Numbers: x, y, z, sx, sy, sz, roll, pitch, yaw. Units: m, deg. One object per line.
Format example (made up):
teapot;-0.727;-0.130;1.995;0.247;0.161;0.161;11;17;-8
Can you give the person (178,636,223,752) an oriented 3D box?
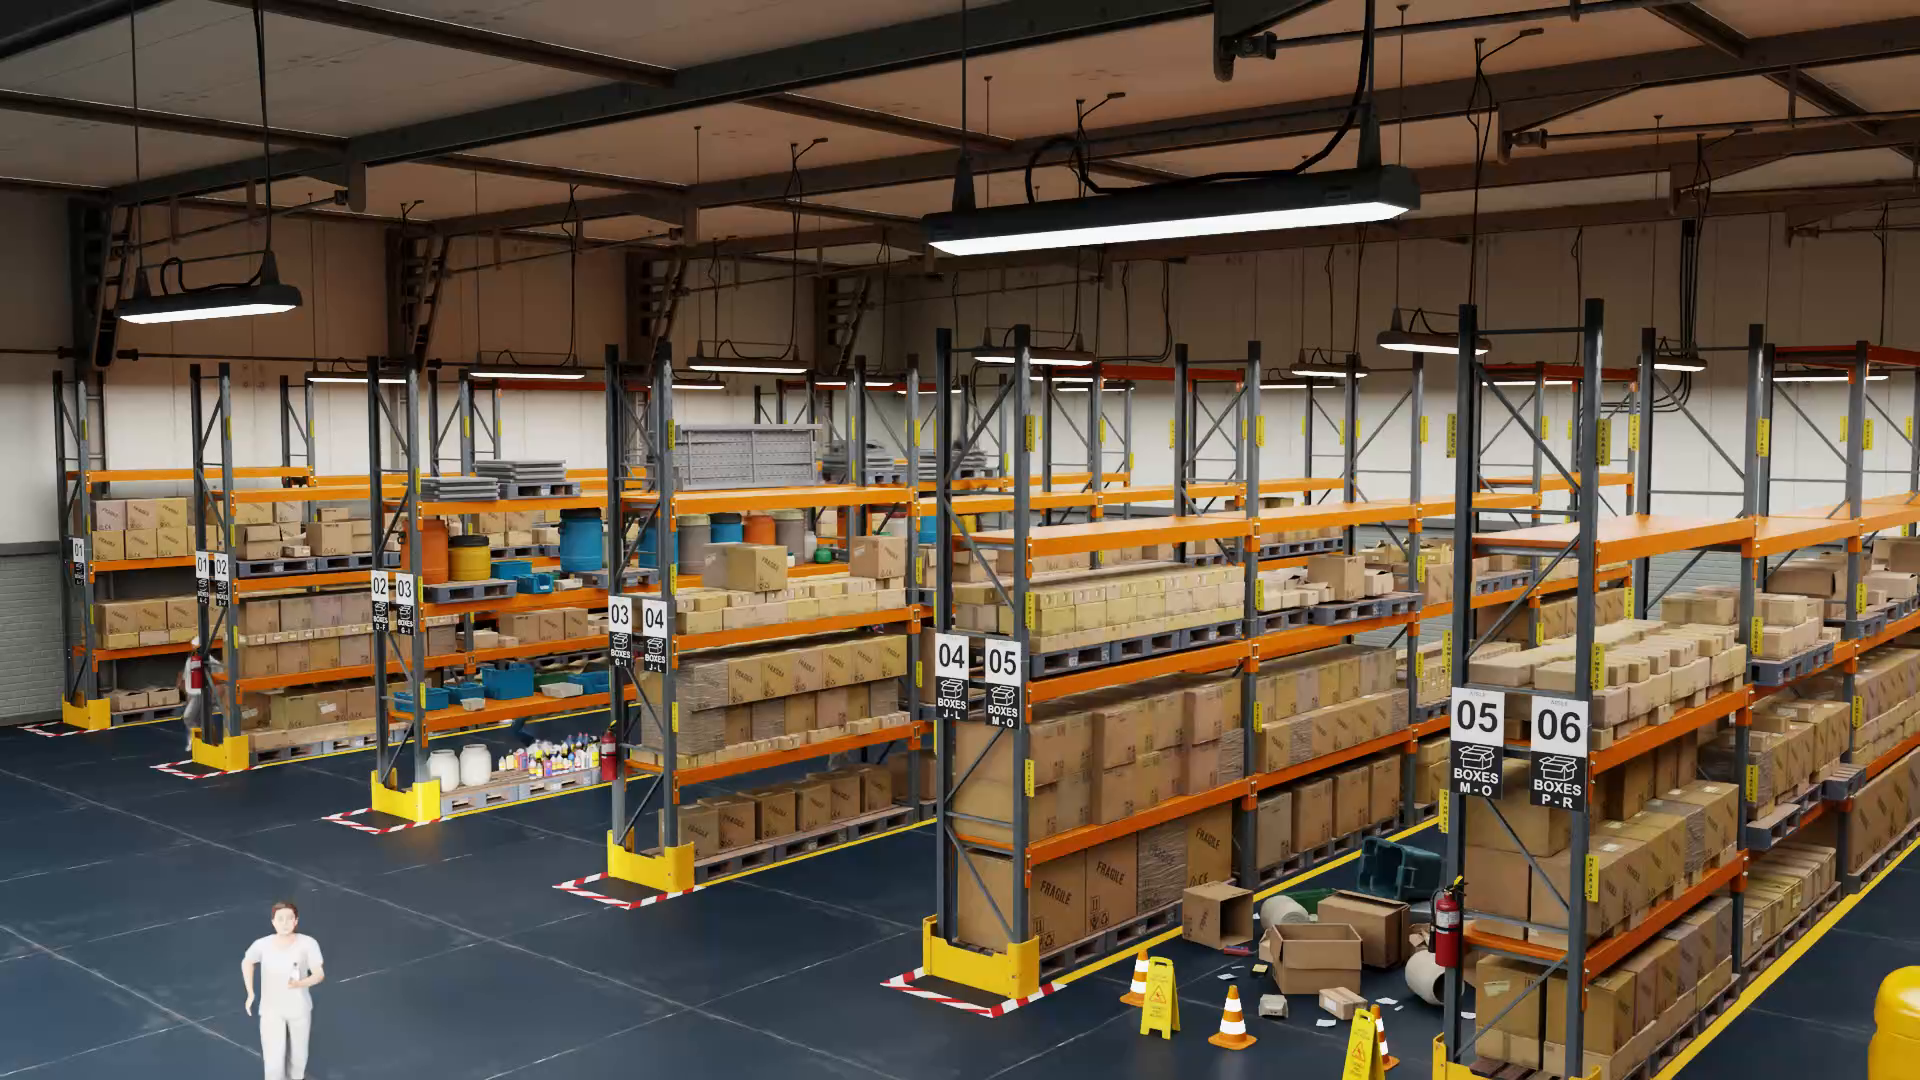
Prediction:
person;-11.913;2.418;26.125;0.709;1.831;0.710;2;5;30

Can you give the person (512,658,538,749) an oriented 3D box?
person;-6.635;2.572;25.209;0.531;1.561;0.478;4;6;43

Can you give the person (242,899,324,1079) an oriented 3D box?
person;-4.889;3.458;12.044;0.533;1.724;0.754;-2;5;-26

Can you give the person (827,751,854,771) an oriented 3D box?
person;-1.716;2.597;23.058;0.672;1.819;0.928;3;5;38
